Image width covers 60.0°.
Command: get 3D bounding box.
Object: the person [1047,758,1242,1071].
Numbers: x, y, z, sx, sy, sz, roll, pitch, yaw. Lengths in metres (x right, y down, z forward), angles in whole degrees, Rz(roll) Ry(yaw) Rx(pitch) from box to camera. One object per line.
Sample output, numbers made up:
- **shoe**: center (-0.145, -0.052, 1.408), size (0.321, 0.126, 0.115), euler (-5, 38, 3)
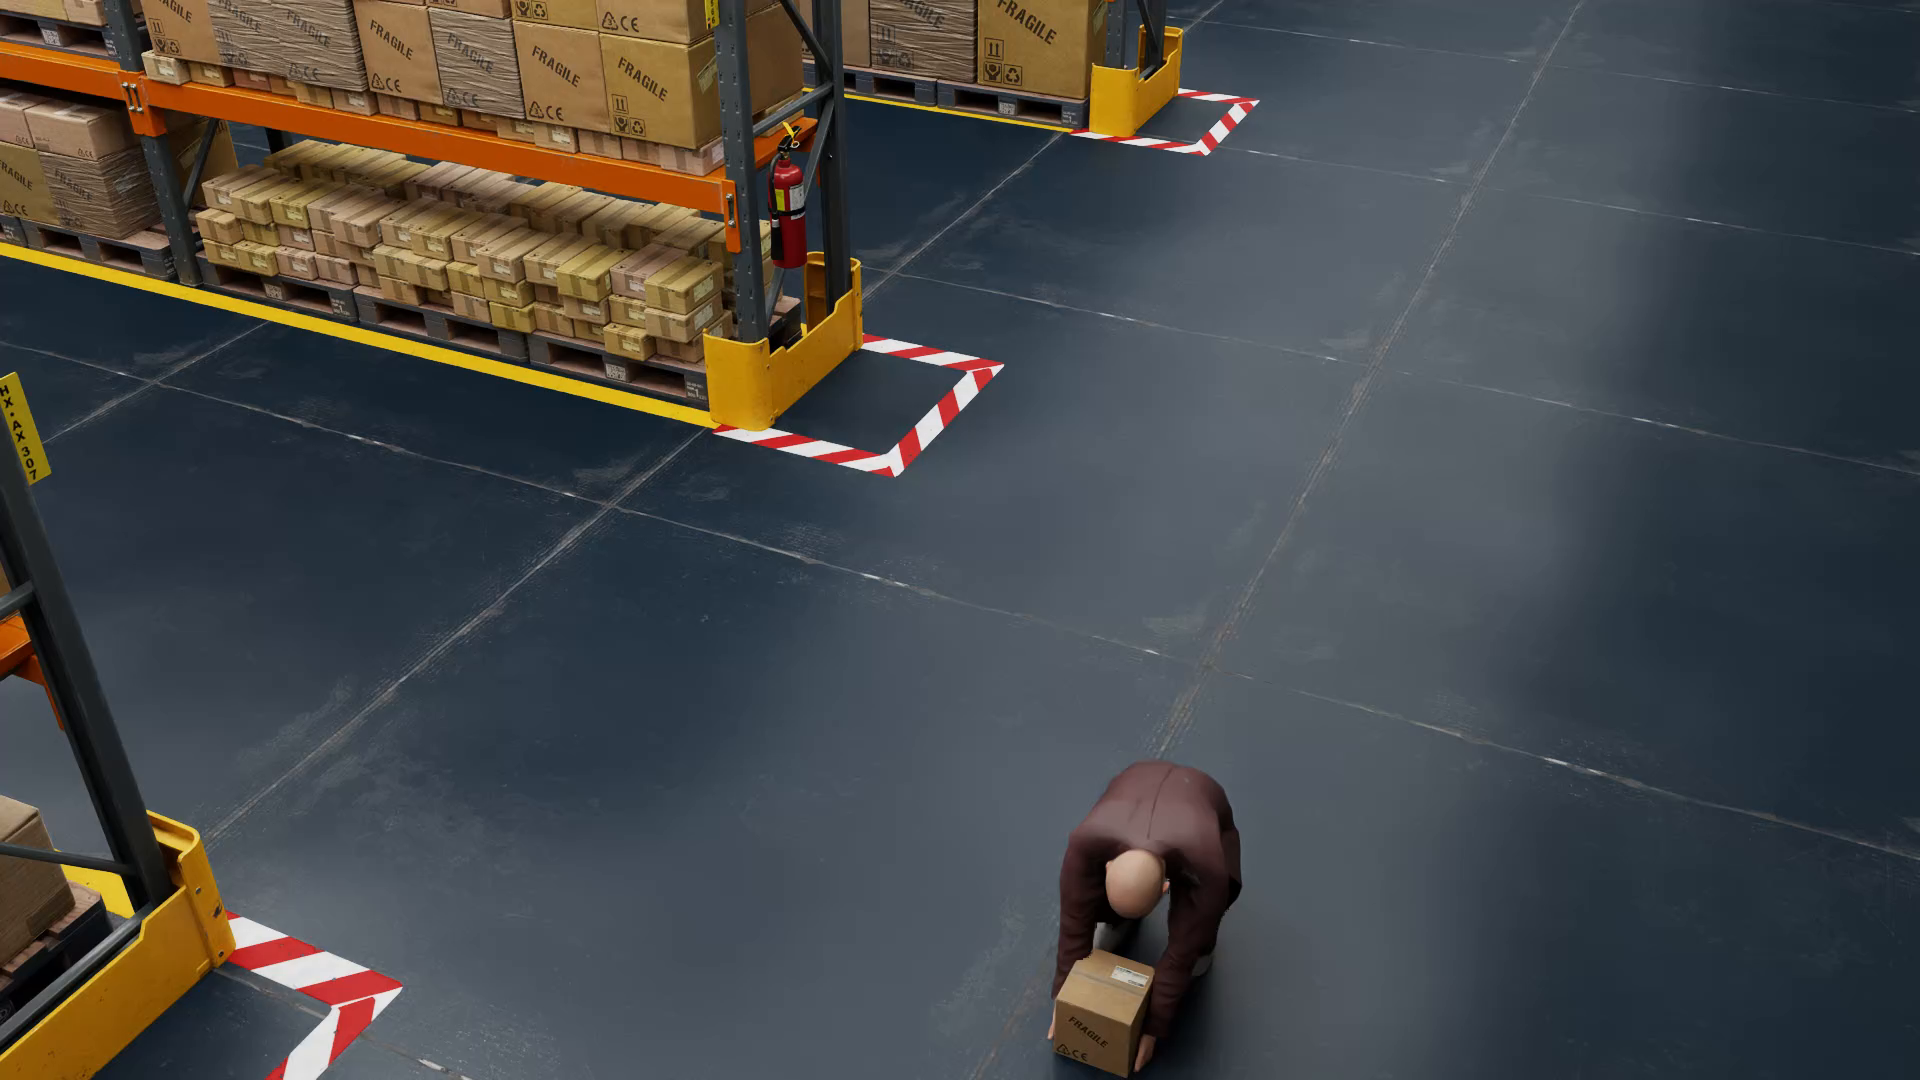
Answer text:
- **person**: center (0.610, 1.122, 5.403), size (0.581, 0.884, 0.911), euler (14, 36, 20)
